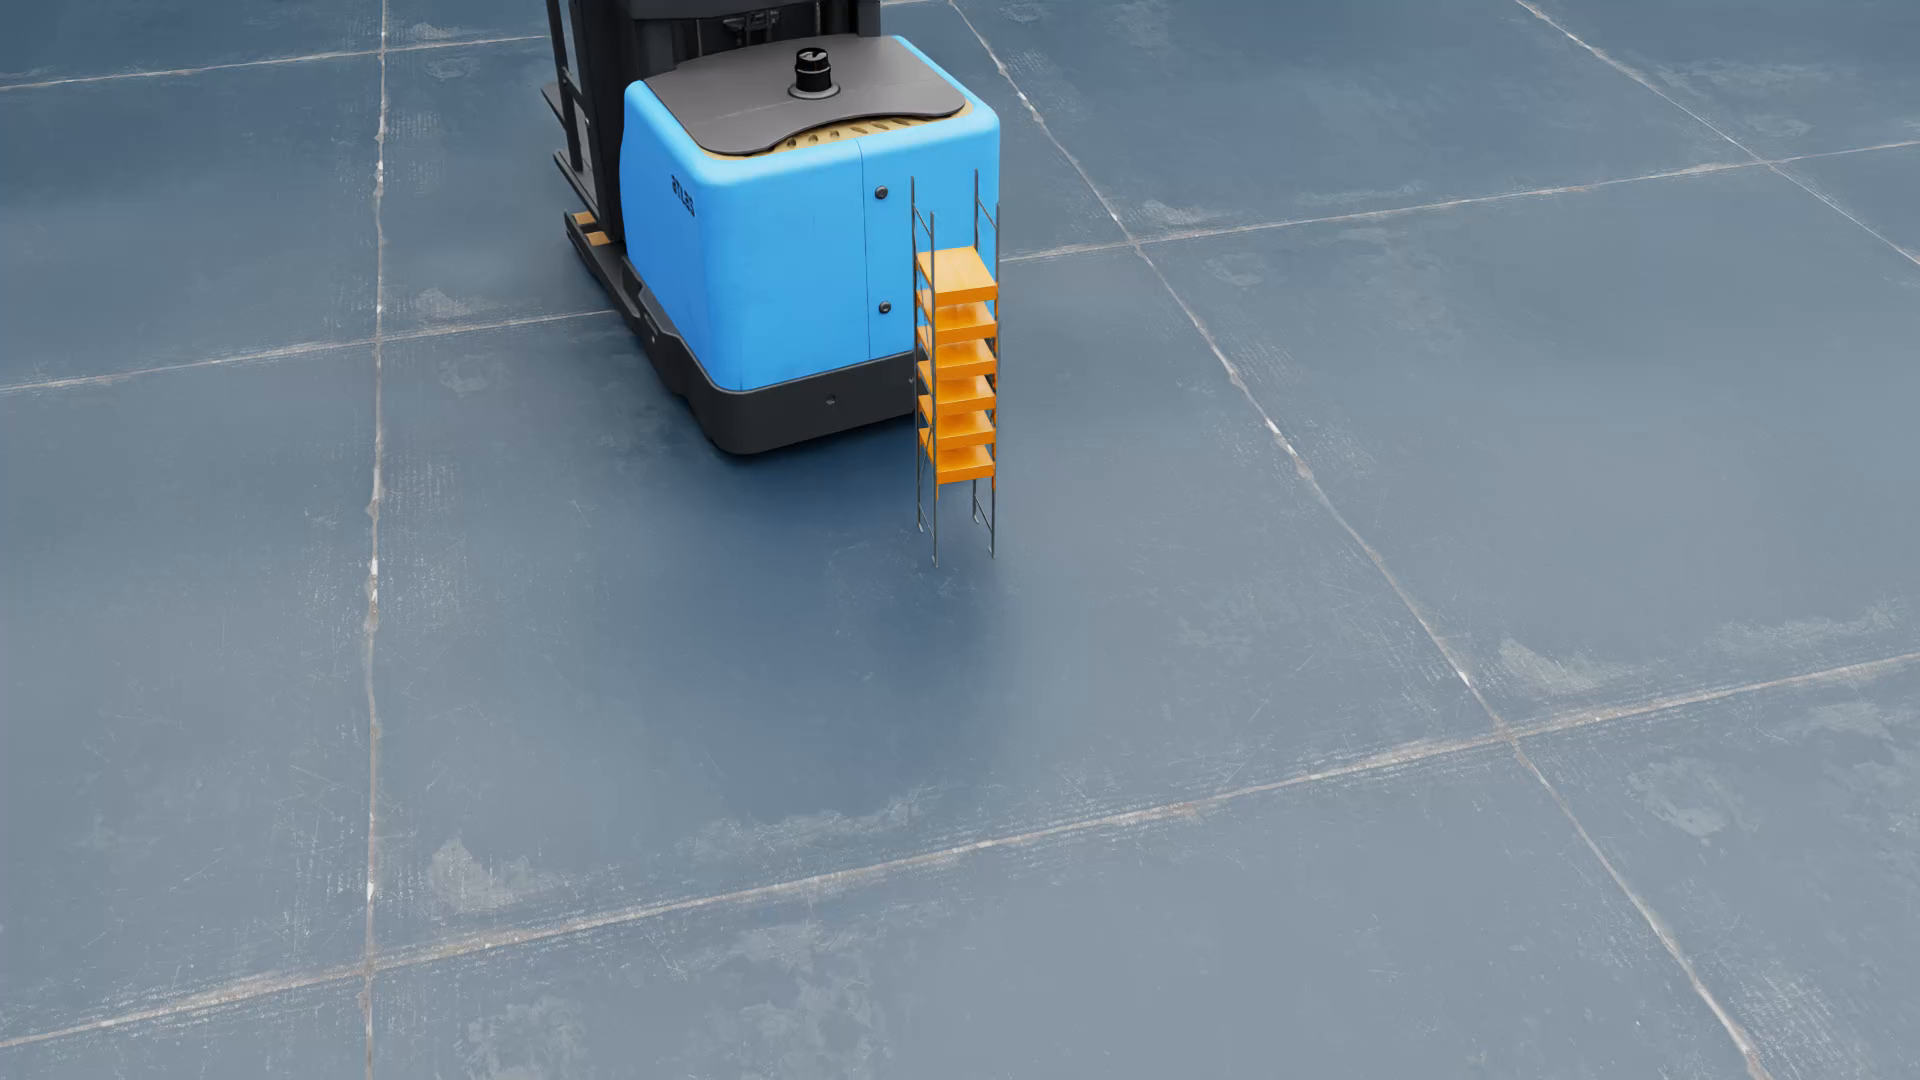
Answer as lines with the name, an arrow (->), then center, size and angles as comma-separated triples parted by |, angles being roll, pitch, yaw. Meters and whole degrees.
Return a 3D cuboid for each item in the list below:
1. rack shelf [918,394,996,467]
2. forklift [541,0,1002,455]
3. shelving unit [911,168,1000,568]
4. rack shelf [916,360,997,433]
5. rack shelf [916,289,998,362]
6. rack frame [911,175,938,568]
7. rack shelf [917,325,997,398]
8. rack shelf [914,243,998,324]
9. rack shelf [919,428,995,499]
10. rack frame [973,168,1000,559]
rack shelf -> -0.014, -0.344, 4.982 | 0.180, 0.103, 0.258 | -9, 38, -12
forklift -> -0.952, -2.333, 5.888 | 1.130, 2.935, 3.031 | -16, 40, -20
shelving unit -> -0.014, -0.474, 4.882 | 0.189, 1.200, 0.258 | -9, 38, -12
rack shelf -> -0.014, -0.439, 4.909 | 0.180, 0.103, 0.258 | -9, 38, -12
rack shelf -> -0.014, -0.630, 4.764 | 0.180, 0.103, 0.258 | -9, 38, -12
rack frame -> -0.102, -0.460, 4.864 | 0.006, 1.200, 0.240 | -9, 38, -12
rack shelf -> -0.014, -0.534, 4.837 | 0.180, 0.103, 0.258 | -9, 38, -12
rack shelf -> -0.014, -0.725, 4.691 | 0.180, 0.103, 0.258 | -9, 38, -12
rack shelf -> -0.014, -0.248, 5.055 | 0.180, 0.103, 0.258 | -9, 38, -12
rack frame -> 0.074, -0.489, 4.901 | 0.006, 1.200, 0.240 | -9, 38, -12
